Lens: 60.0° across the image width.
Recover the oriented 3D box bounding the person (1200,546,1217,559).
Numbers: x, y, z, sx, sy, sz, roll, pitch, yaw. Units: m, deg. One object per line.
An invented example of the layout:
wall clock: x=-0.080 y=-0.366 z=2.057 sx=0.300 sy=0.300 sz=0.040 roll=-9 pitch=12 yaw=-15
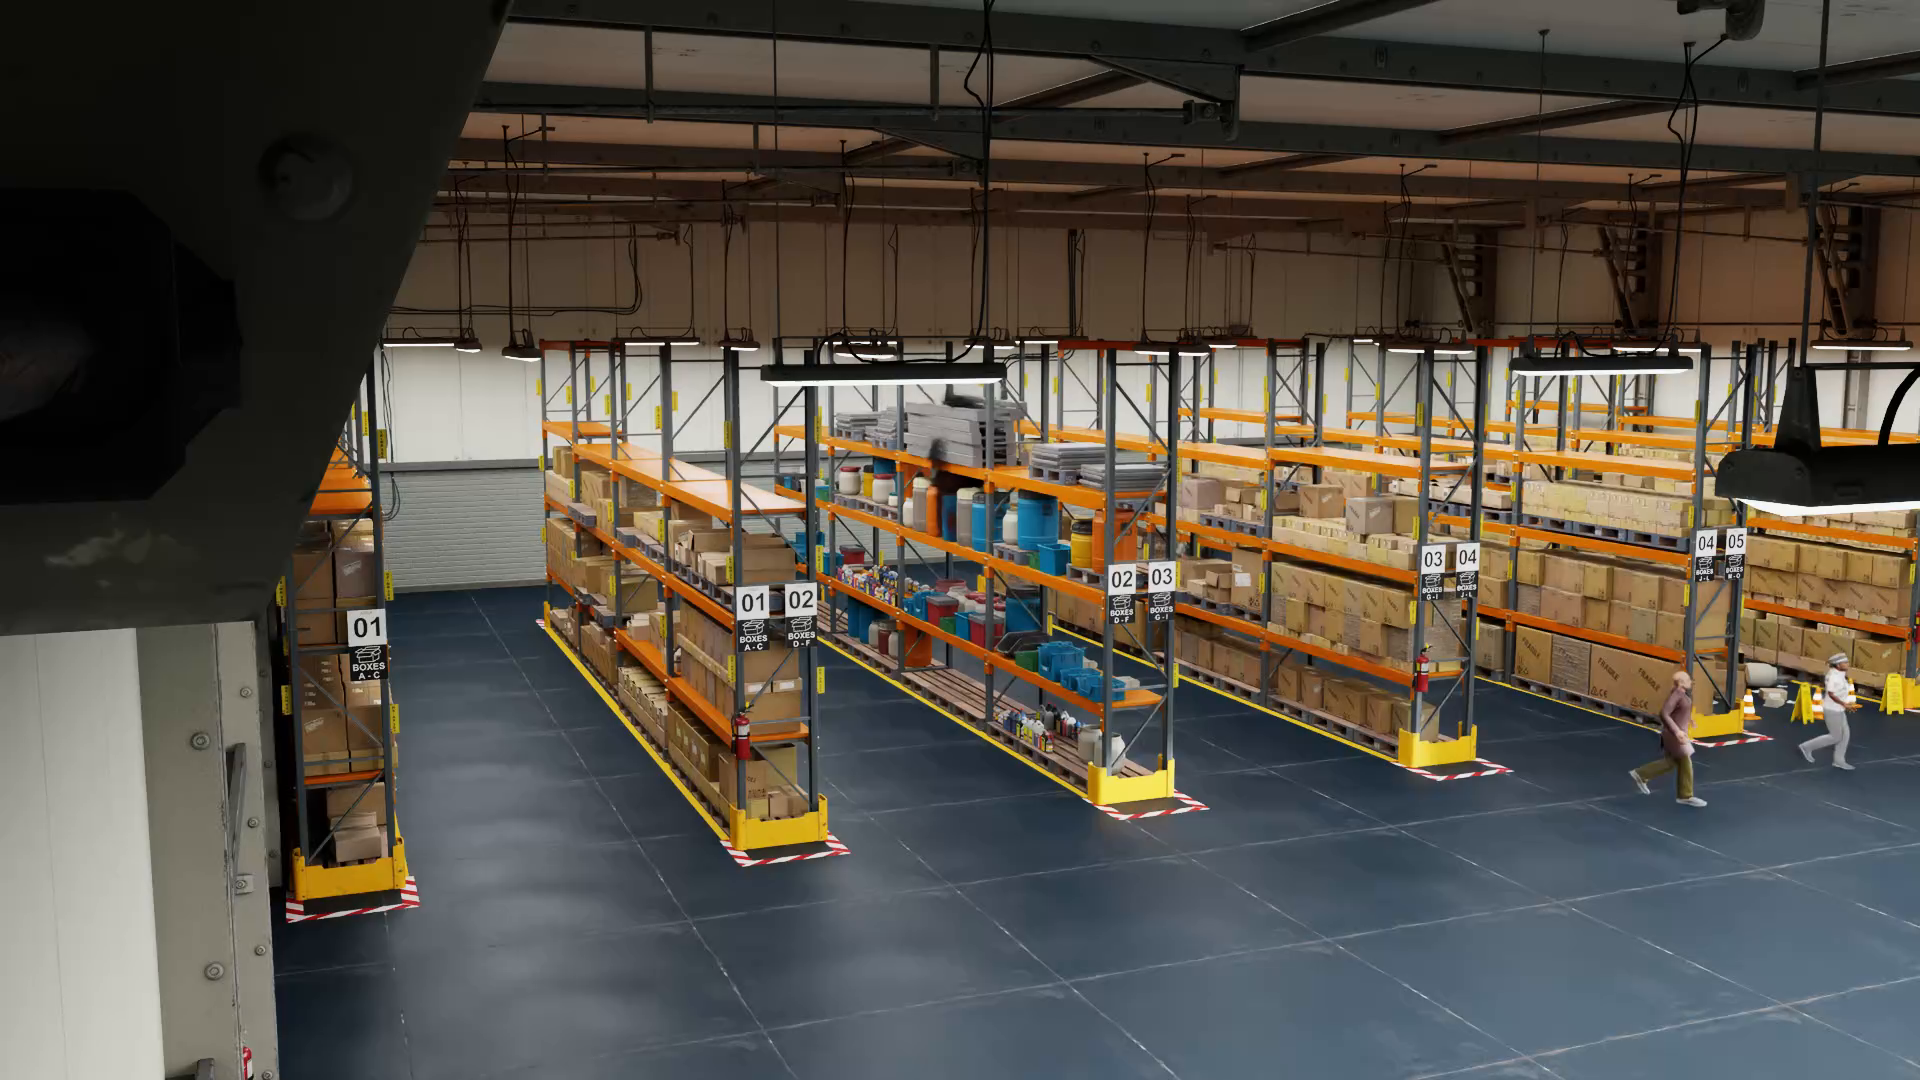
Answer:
person: x=6.247 y=0.124 z=41.823 sx=0.790 sy=1.584 sz=0.685 roll=4 pitch=8 yaw=25

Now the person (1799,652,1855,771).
person: x=12.448 y=2.425 z=23.777 sx=0.726 sy=1.696 sz=0.602 roll=4 pitch=9 yaw=29

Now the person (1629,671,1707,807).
person: x=9.374 y=2.592 z=21.934 sx=0.961 sy=1.774 sz=0.708 roll=3 pitch=8 yaw=22

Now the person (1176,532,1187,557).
person: x=4.877 y=0.624 z=37.778 sx=0.567 sy=1.646 sz=0.647 roll=-2 pitch=8 yaw=-18
